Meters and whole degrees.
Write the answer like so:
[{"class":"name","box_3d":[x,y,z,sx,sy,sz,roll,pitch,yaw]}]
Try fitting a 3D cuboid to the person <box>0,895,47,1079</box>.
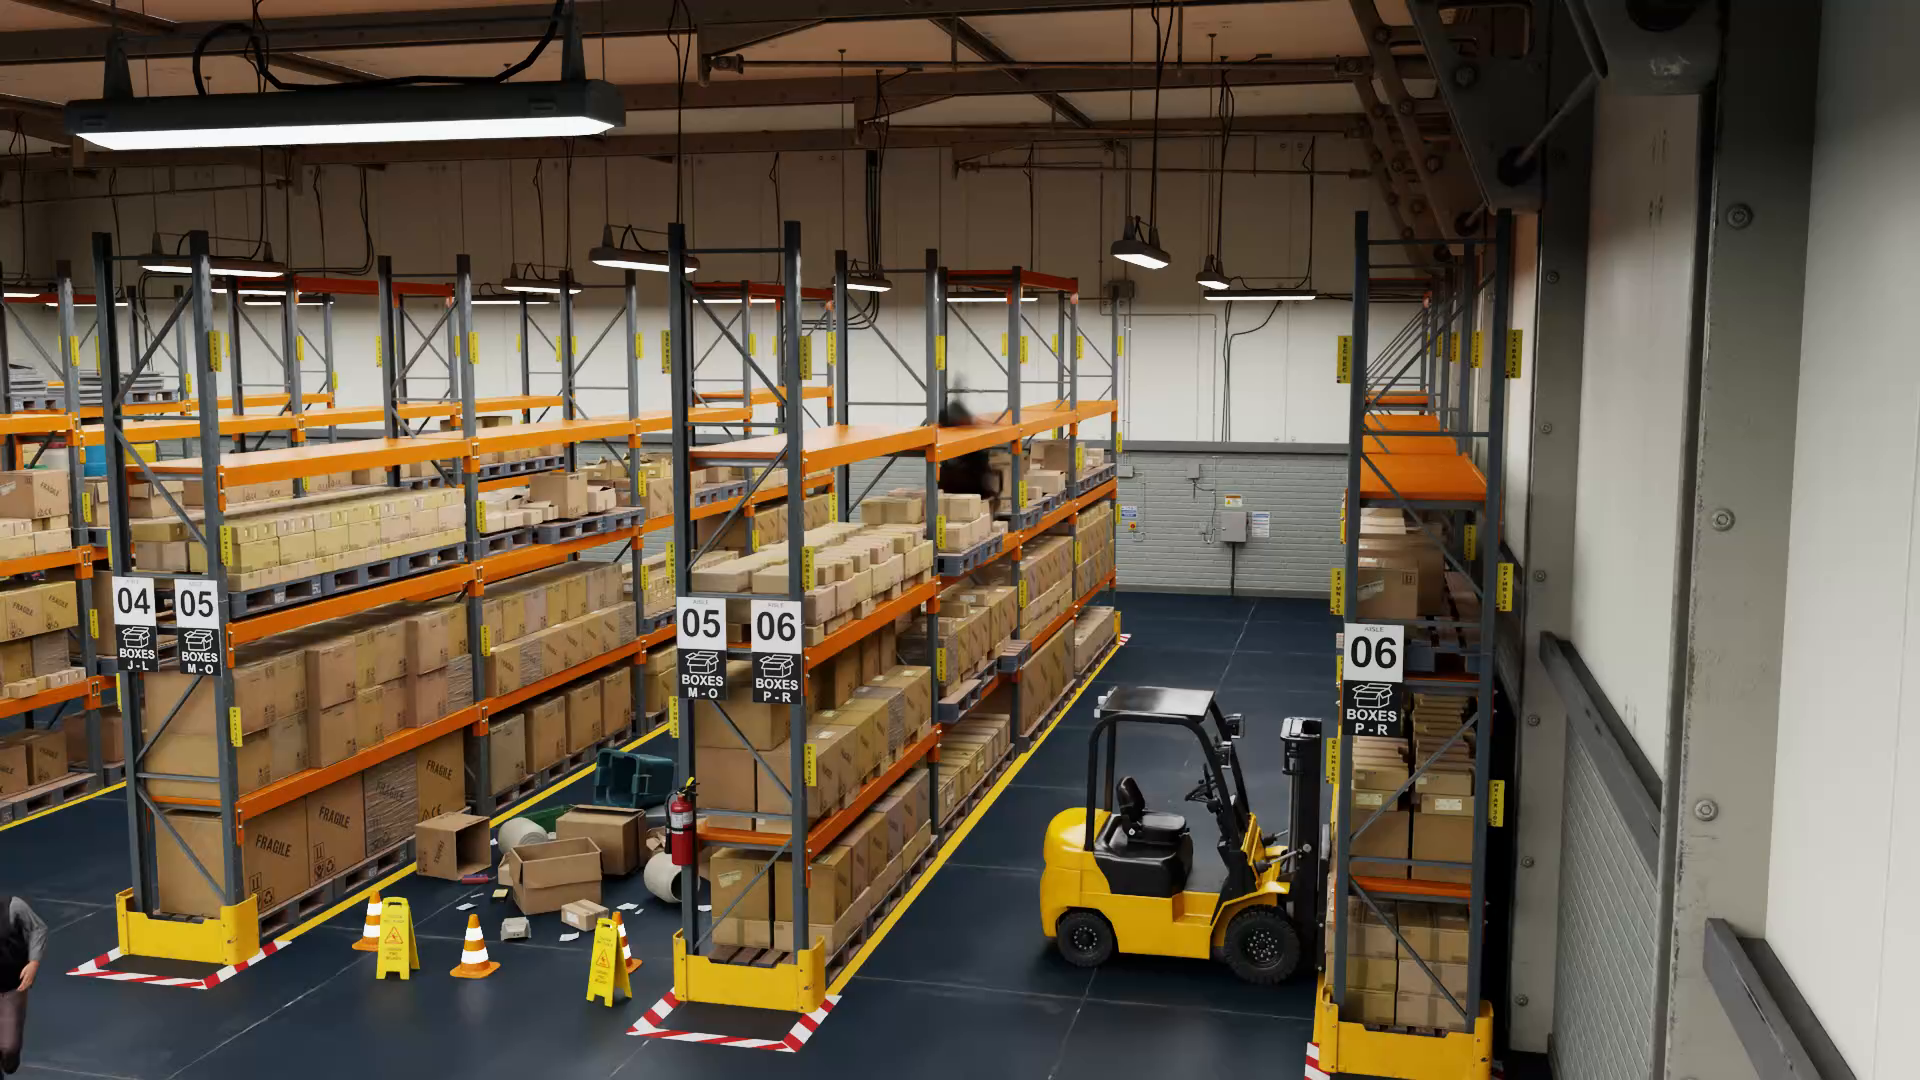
[{"class":"person","box_3d":[-6.484,2.984,11.165,0.668,1.706,0.651,-3,8,-24]}]
